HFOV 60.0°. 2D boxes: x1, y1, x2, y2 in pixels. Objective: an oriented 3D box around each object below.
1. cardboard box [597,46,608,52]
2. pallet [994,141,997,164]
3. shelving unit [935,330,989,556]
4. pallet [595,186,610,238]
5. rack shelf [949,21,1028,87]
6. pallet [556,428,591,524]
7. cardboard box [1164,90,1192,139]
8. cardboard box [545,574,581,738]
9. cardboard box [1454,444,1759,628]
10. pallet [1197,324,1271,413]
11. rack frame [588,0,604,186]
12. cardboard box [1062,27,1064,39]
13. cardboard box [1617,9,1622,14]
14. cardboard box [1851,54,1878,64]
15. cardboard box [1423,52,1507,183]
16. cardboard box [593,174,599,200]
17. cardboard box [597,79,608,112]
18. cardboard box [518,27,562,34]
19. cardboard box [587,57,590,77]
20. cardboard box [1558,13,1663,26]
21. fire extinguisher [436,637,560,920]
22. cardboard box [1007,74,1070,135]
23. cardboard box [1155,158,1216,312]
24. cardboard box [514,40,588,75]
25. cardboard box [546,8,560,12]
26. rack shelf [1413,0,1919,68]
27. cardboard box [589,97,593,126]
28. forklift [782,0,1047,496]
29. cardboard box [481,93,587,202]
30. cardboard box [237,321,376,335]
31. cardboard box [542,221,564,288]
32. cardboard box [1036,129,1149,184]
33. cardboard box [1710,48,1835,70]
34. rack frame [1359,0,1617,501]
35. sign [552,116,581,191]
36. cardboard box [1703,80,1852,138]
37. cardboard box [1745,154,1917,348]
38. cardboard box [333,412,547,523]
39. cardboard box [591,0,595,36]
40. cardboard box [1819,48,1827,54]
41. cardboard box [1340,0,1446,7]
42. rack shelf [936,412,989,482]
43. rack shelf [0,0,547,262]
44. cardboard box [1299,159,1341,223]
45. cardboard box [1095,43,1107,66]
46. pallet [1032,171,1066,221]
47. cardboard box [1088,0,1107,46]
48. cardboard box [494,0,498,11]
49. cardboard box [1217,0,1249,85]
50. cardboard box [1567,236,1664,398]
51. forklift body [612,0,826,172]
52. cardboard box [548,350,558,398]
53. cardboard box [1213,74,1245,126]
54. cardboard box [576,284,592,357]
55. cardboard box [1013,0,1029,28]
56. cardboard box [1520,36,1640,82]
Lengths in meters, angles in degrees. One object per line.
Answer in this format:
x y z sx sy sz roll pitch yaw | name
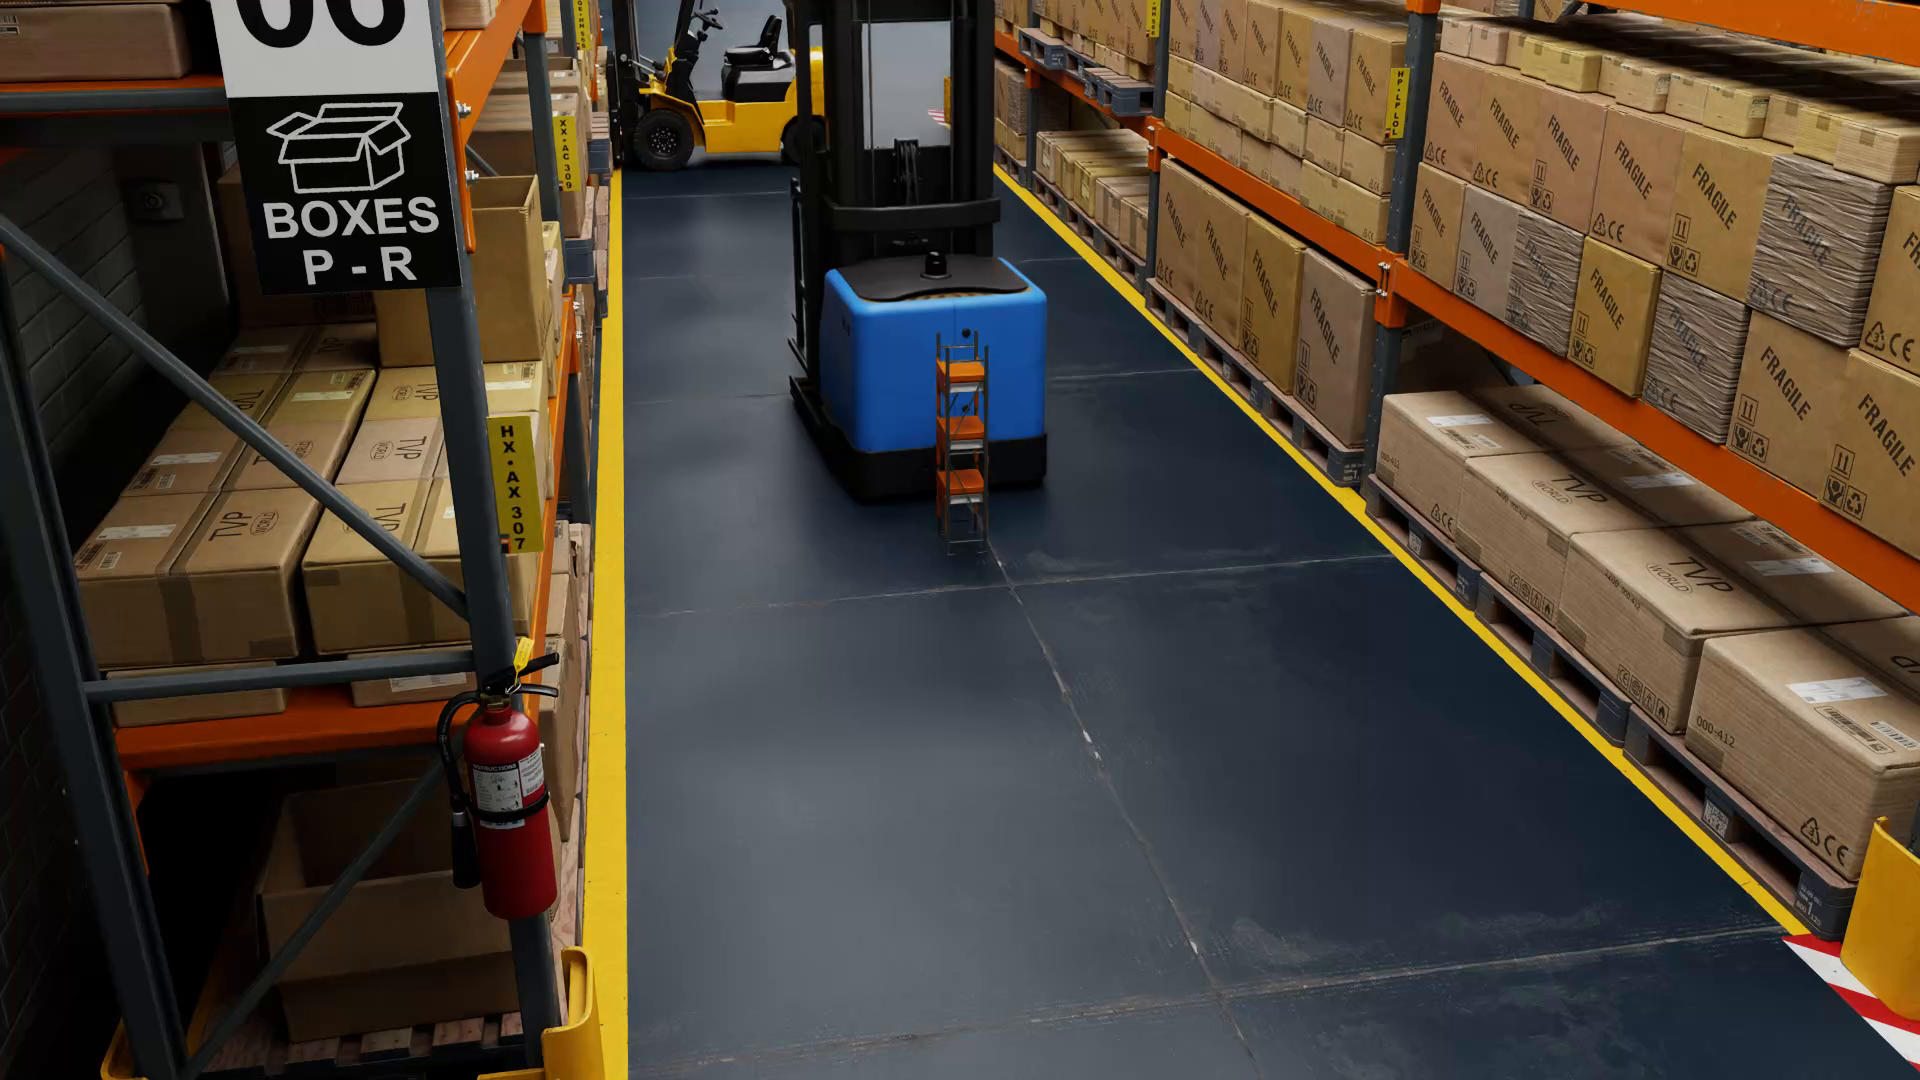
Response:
-4.091 -5.210 18.093 0.500 0.250 0.500 -4 24 -8 | cardboard box
0.747 -4.237 17.688 1.003 0.211 1.213 -4 24 -10 | pallet
0.010 -0.460 7.992 0.215 1.050 0.252 -4 24 -10 | shelving unit
-3.568 -2.839 14.487 1.003 0.211 1.213 -4 24 -10 | pallet
0.765 -5.230 17.376 1.077 0.370 4.000 -4 24 -10 | rack shelf
-2.451 -0.297 8.665 1.003 0.211 1.213 -4 24 -10 | pallet
1.718 -2.920 11.375 0.500 0.250 0.500 -5 24 -11 | cardboard box
-1.663 0.467 6.031 0.500 0.500 0.500 -4 24 -9 | cardboard box
2.791 -0.037 7.265 0.875 0.438 0.875 -5 24 -11 | cardboard box
2.168 -1.127 10.567 1.003 0.211 1.213 -4 24 -10 | pallet
-3.743 -4.404 14.586 1.000 3.000 0.127 -4 24 -10 | rack frame
1.091 -4.405 14.377 0.380 0.149 0.250 -3 24 -6 | cardboard box
5.997 -4.603 14.916 0.500 0.500 0.500 -4 24 -10 | cardboard box
6.665 -3.508 11.951 0.380 0.149 0.250 -3 24 -7 | cardboard box
2.464 -1.925 7.536 0.500 0.500 0.500 -4 24 -9 | cardboard box
-3.635 -3.304 14.509 0.875 0.625 0.625 -3 24 -7 | cardboard box
-3.608 -4.210 15.803 0.500 0.250 0.500 -4 24 -10 | cardboard box
-2.823 -3.426 11.411 0.380 0.149 0.250 -4 24 -9 | cardboard box
-3.232 -3.762 13.302 0.500 0.250 0.500 -4 24 -9 | cardboard box
2.984 -2.330 7.652 0.380 0.149 0.250 -5 24 -11 | cardboard box
-1.042 0.546 3.815 0.296 0.674 0.183 -4 24 -10 | fire extinguisher
0.762 -4.262 16.234 0.500 0.500 0.500 -5 24 -10 | cardboard box
1.920 -2.140 11.533 0.875 0.875 0.875 -5 24 -10 | cardboard box
-3.015 -3.588 12.280 0.500 0.250 0.500 -5 24 -11 | cardboard box
-3.165 -3.923 12.549 0.380 0.149 0.250 -4 24 -10 | cardboard box
2.984 -1.884 5.968 1.077 0.370 4.000 -4 24 -10 | rack shelf
-2.505 -2.678 10.423 0.380 0.149 0.250 -4 24 -9 | cardboard box
-0.413 -2.135 9.476 1.130 2.935 3.031 -6 24 -14 | forklift
-2.229 -1.906 8.217 0.700 0.500 0.500 -4 24 -9 | cardboard box
-2.244 -0.710 5.944 0.500 0.250 0.500 -4 24 -9 | cardboard box
-1.930 -1.143 6.934 0.500 0.250 0.500 -4 24 -8 | cardboard box
1.234 -3.555 15.400 0.950 0.372 0.625 -4 24 -9 | cardboard box
3.158 -1.822 6.490 0.380 0.149 0.250 -5 24 -11 | cardboard box
2.614 -1.626 8.226 1.000 3.000 0.127 -4 24 -10 | rack frame
-1.732 -1.697 7.307 0.100 0.325 0.005 -4 24 -10 | sign
2.801 -1.478 5.702 0.380 0.149 0.250 -4 24 -8 | cardboard box
2.905 -0.932 5.263 0.500 0.500 0.500 -4 24 -10 | cardboard box
-1.436 -0.148 4.657 0.500 0.250 0.500 -4 24 -9 | cardboard box
-3.776 -5.046 15.932 0.500 0.500 0.500 -5 24 -10 | cardboard box
6.903 -3.848 13.188 0.500 0.500 0.500 -4 24 -9 | cardboard box
2.502 -2.923 9.821 0.500 0.500 0.500 -5 24 -11 | cardboard box
0.010 -0.450 7.996 0.215 0.259 0.240 -4 24 -10 | rack shelf
-1.894 -1.516 5.124 1.077 0.370 4.000 -4 24 -10 | rack shelf
2.190 -1.916 9.076 0.500 0.250 0.500 -5 24 -10 | cardboard box
1.268 -3.791 12.972 0.380 0.149 0.250 -4 24 -9 | cardboard box
1.280 -3.189 15.288 1.003 0.211 1.213 -4 24 -10 | pallet
1.316 -4.133 12.945 0.500 0.500 0.500 -6 24 -13 | cardboard box
-1.460 -1.498 4.497 0.380 0.149 0.250 -4 24 -10 | cardboard box
1.907 -3.092 10.209 0.500 0.500 0.500 -4 24 -8 | cardboard box
2.713 -0.871 6.372 0.500 0.500 0.500 -4 24 -8 | cardboard box
-2.339 -4.978 16.960 2.313 2.155 1.214 -4 24 -10 | forklift body
-1.718 -0.631 6.260 0.380 0.149 0.250 -5 24 -11 | cardboard box
1.900 -2.742 10.343 0.500 0.250 0.500 -4 24 -10 | cardboard box
-2.532 -1.324 10.132 0.500 0.500 0.500 -3 24 -7 | cardboard box
0.808 -5.111 15.709 0.500 0.500 0.500 -5 24 -11 | cardboard box
2.555 -1.985 6.862 0.380 0.149 0.250 -4 24 -10 | cardboard box
